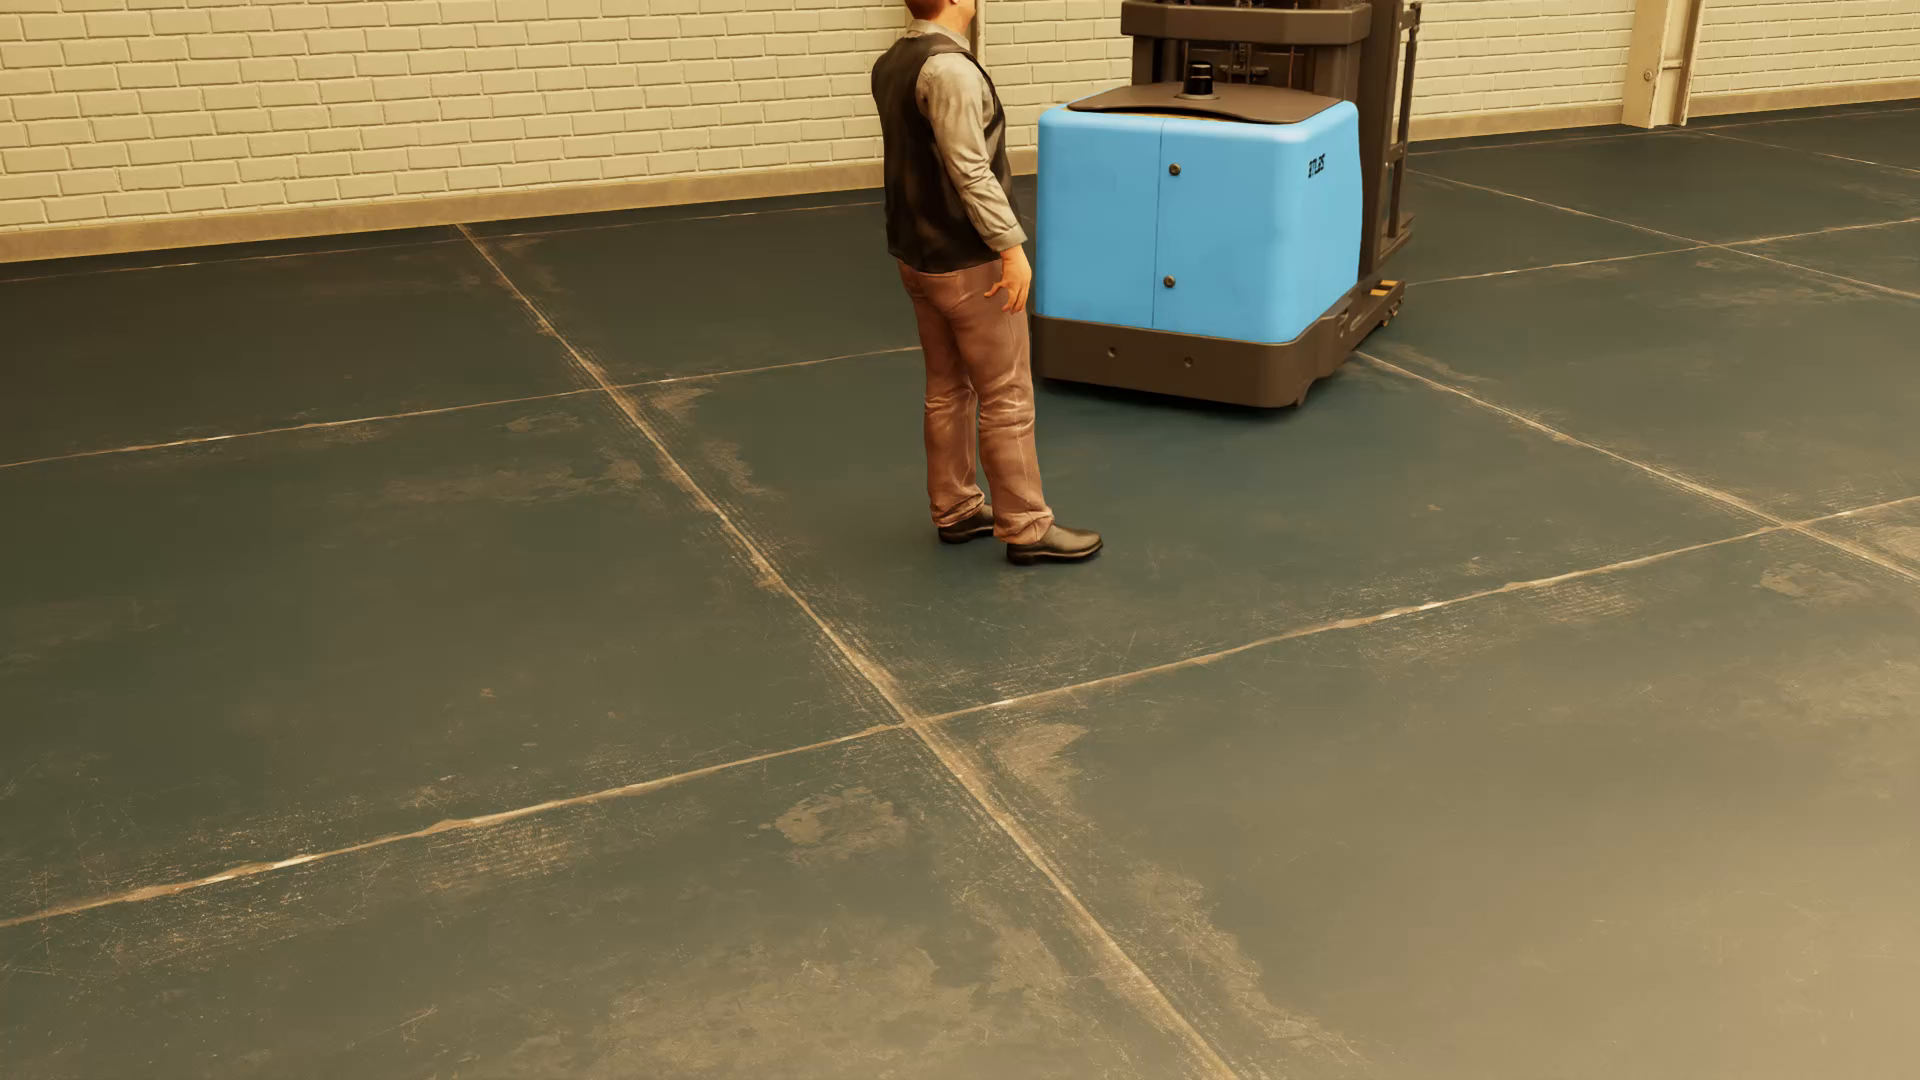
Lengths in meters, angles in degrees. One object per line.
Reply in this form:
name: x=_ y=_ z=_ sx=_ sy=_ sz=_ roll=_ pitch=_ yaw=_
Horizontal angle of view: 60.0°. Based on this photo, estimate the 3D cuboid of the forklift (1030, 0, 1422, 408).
forklift: x=1.372 y=-2.366 z=6.982 sx=1.130 sy=2.935 sz=3.031 roll=11 pitch=25 yaw=24

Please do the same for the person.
person: x=0.060 y=-0.809 z=4.793 sx=0.565 sy=1.723 sz=0.634 roll=-10 pitch=25 yaw=-23
